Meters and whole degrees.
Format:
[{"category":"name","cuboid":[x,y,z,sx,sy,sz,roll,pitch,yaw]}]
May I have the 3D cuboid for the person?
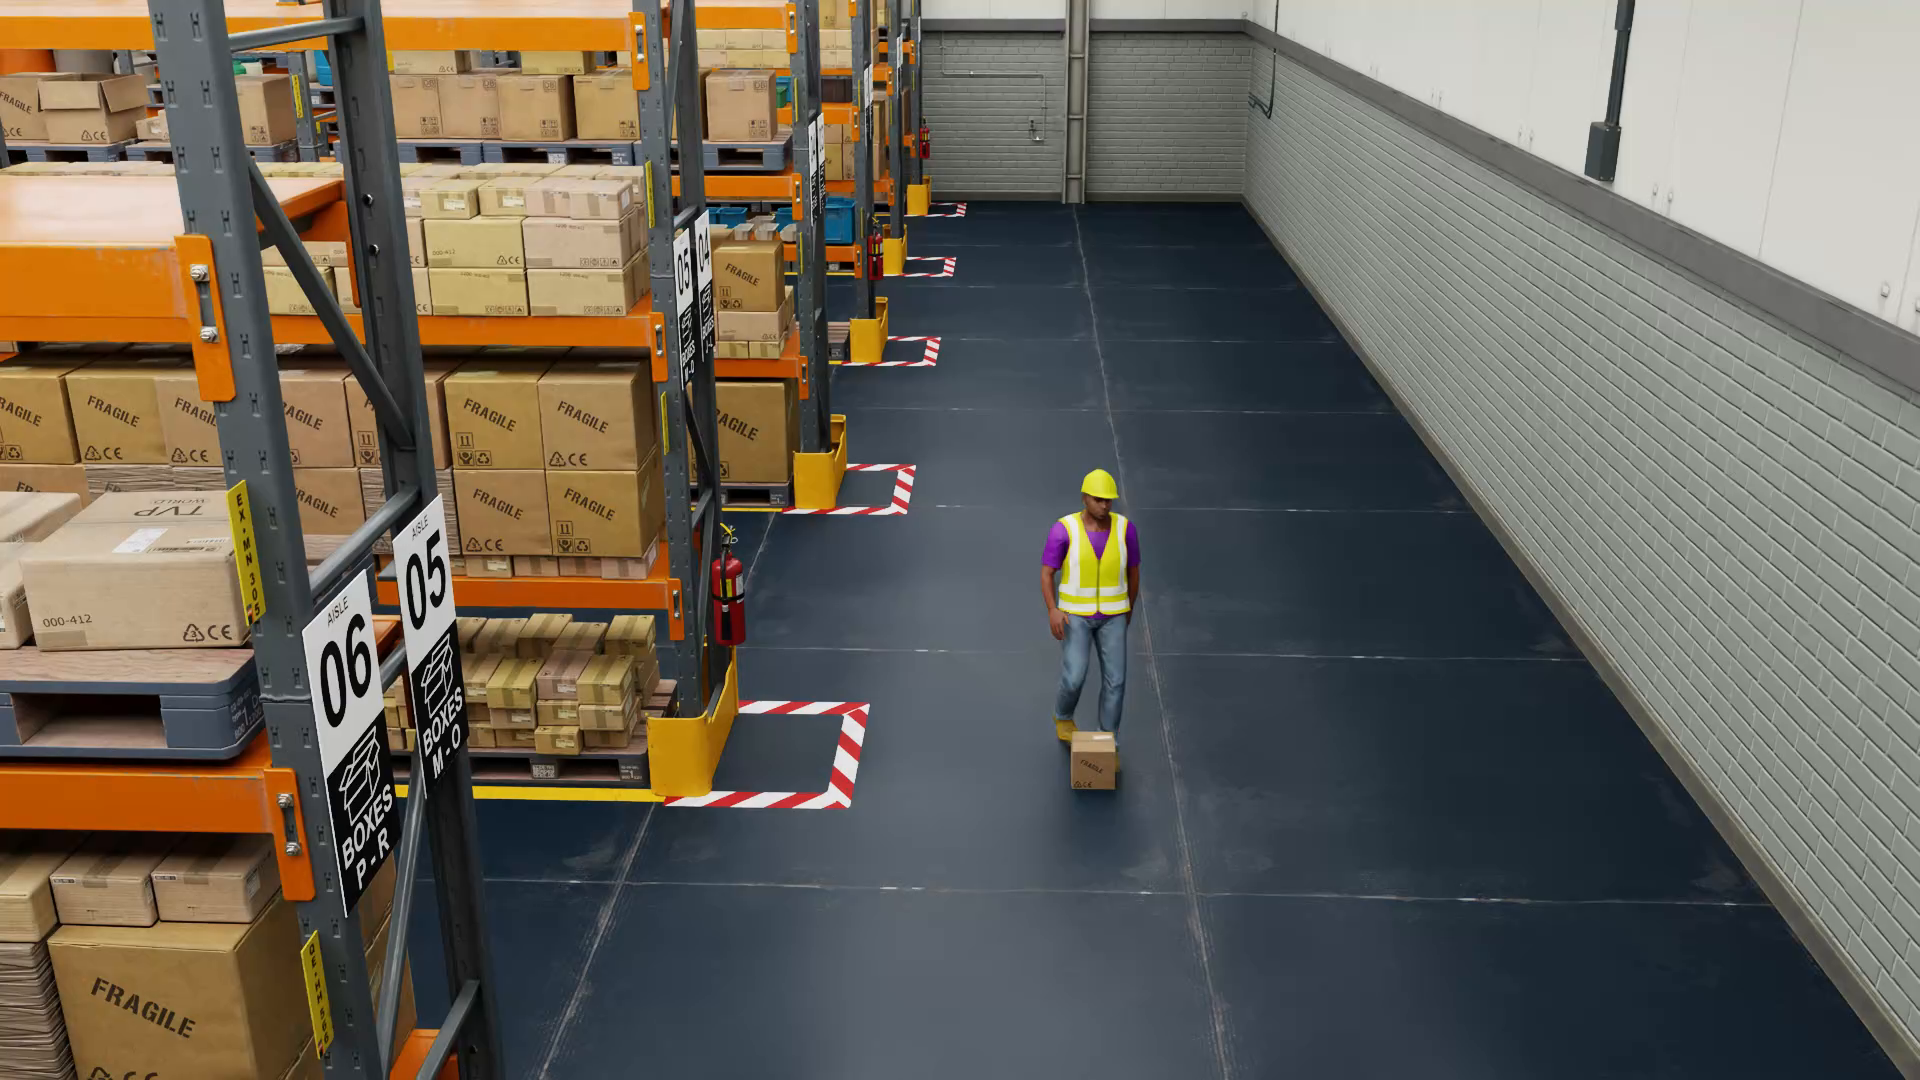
[{"category":"person","cuboid":[0.802,0.482,9.878,0.626,1.751,0.655,-2,21,-6]}]
